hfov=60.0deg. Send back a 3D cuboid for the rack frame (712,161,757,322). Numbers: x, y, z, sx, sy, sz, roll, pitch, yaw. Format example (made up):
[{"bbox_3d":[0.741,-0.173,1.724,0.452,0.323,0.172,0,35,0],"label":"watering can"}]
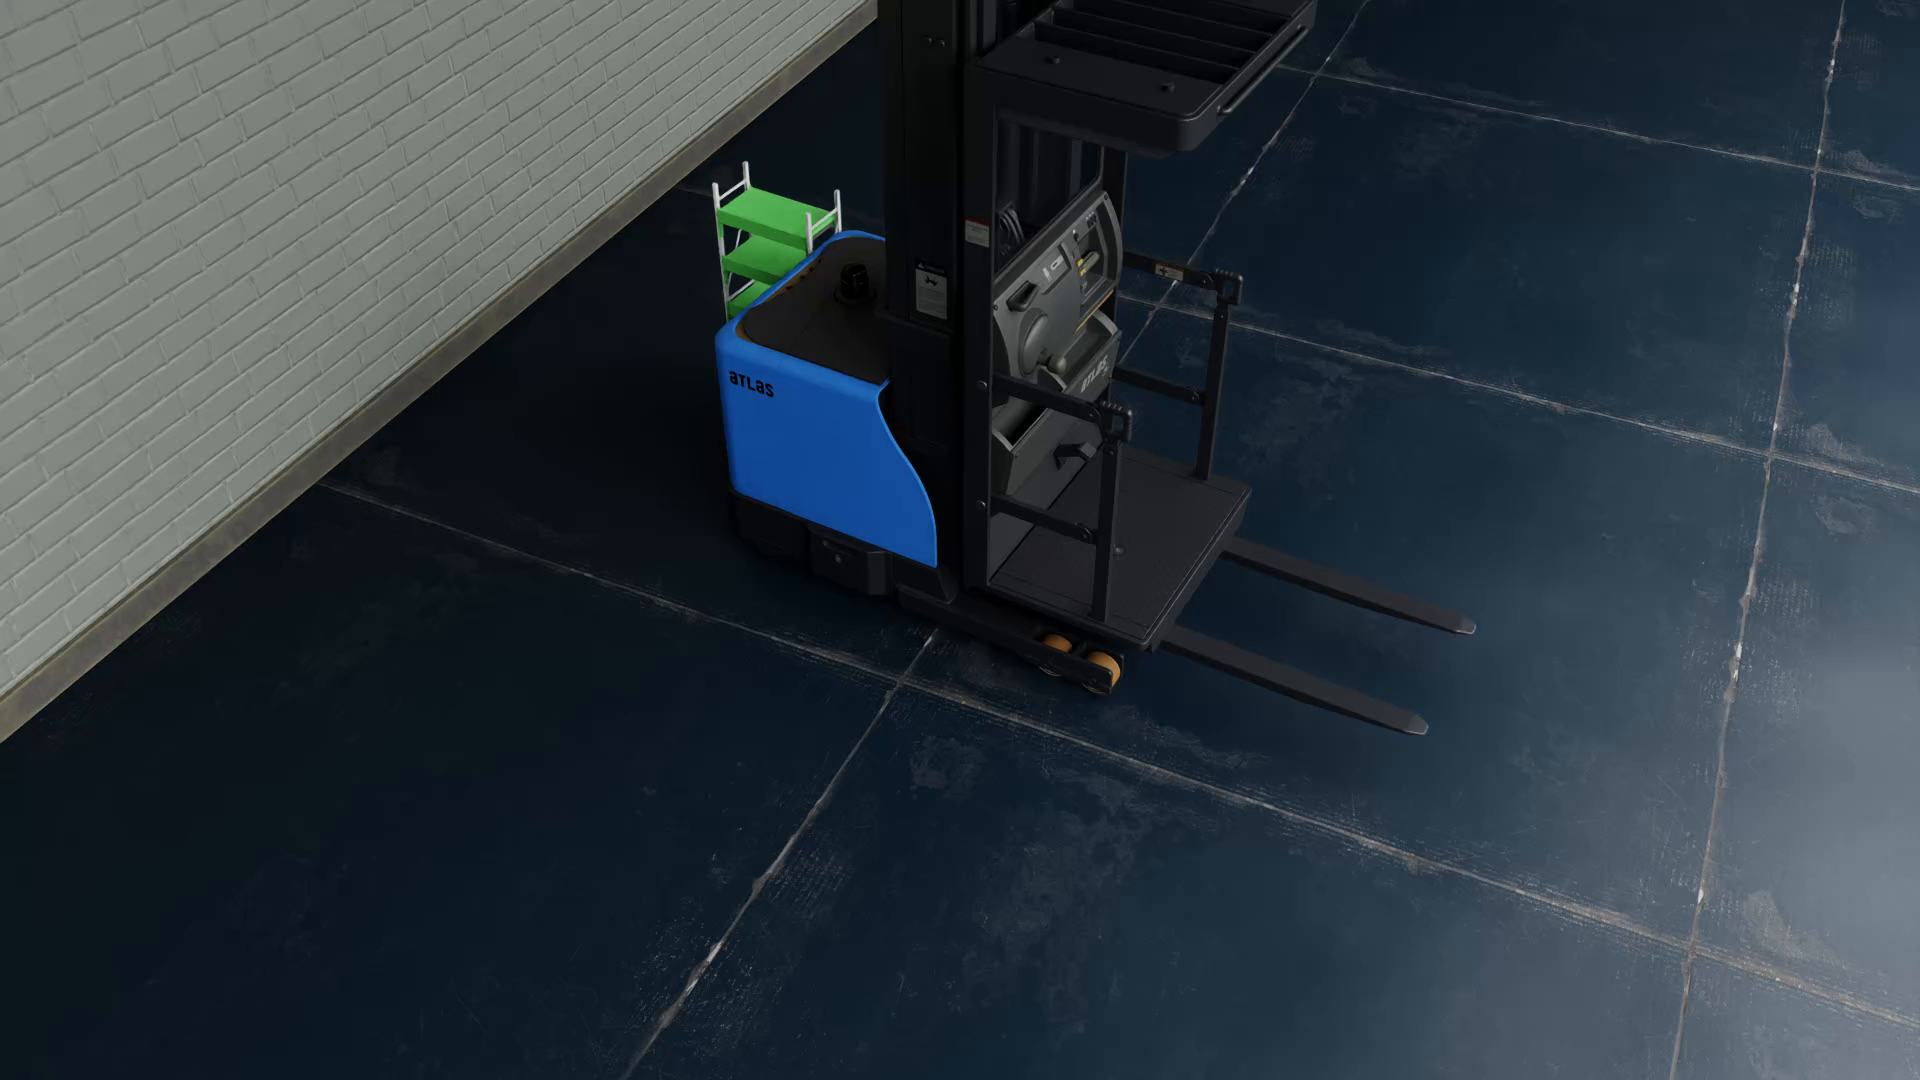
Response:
[{"bbox_3d":[-1.006,-1.151,7.660,0.015,1.200,0.240,22,45,23],"label":"rack frame"}]

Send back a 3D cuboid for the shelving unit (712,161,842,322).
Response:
[{"bbox_3d":[-0.797,-1.069,7.566,0.503,1.200,0.258,22,45,23],"label":"shelving unit"}]

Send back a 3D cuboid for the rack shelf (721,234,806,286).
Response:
[{"bbox_3d":[-0.796,-1.202,7.450,0.480,0.148,0.258,22,45,23],"label":"rack shelf"}]

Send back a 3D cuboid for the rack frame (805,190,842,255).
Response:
[{"bbox_3d":[-0.588,-0.986,7.471,0.015,1.200,0.240,22,45,23],"label":"rack frame"}]

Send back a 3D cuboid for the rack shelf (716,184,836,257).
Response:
[{"bbox_3d":[-0.796,-1.383,7.293,0.480,0.148,0.258,22,45,23],"label":"rack shelf"}]

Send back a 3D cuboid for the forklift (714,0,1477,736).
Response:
[{"bbox_3d":[0.547,-0.904,6.055,3.031,2.935,1.130,20,45,22],"label":"forklift"}]

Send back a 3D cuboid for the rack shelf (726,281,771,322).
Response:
[{"bbox_3d":[-0.797,-1.020,7.608,0.480,0.148,0.258,22,45,23],"label":"rack shelf"}]
